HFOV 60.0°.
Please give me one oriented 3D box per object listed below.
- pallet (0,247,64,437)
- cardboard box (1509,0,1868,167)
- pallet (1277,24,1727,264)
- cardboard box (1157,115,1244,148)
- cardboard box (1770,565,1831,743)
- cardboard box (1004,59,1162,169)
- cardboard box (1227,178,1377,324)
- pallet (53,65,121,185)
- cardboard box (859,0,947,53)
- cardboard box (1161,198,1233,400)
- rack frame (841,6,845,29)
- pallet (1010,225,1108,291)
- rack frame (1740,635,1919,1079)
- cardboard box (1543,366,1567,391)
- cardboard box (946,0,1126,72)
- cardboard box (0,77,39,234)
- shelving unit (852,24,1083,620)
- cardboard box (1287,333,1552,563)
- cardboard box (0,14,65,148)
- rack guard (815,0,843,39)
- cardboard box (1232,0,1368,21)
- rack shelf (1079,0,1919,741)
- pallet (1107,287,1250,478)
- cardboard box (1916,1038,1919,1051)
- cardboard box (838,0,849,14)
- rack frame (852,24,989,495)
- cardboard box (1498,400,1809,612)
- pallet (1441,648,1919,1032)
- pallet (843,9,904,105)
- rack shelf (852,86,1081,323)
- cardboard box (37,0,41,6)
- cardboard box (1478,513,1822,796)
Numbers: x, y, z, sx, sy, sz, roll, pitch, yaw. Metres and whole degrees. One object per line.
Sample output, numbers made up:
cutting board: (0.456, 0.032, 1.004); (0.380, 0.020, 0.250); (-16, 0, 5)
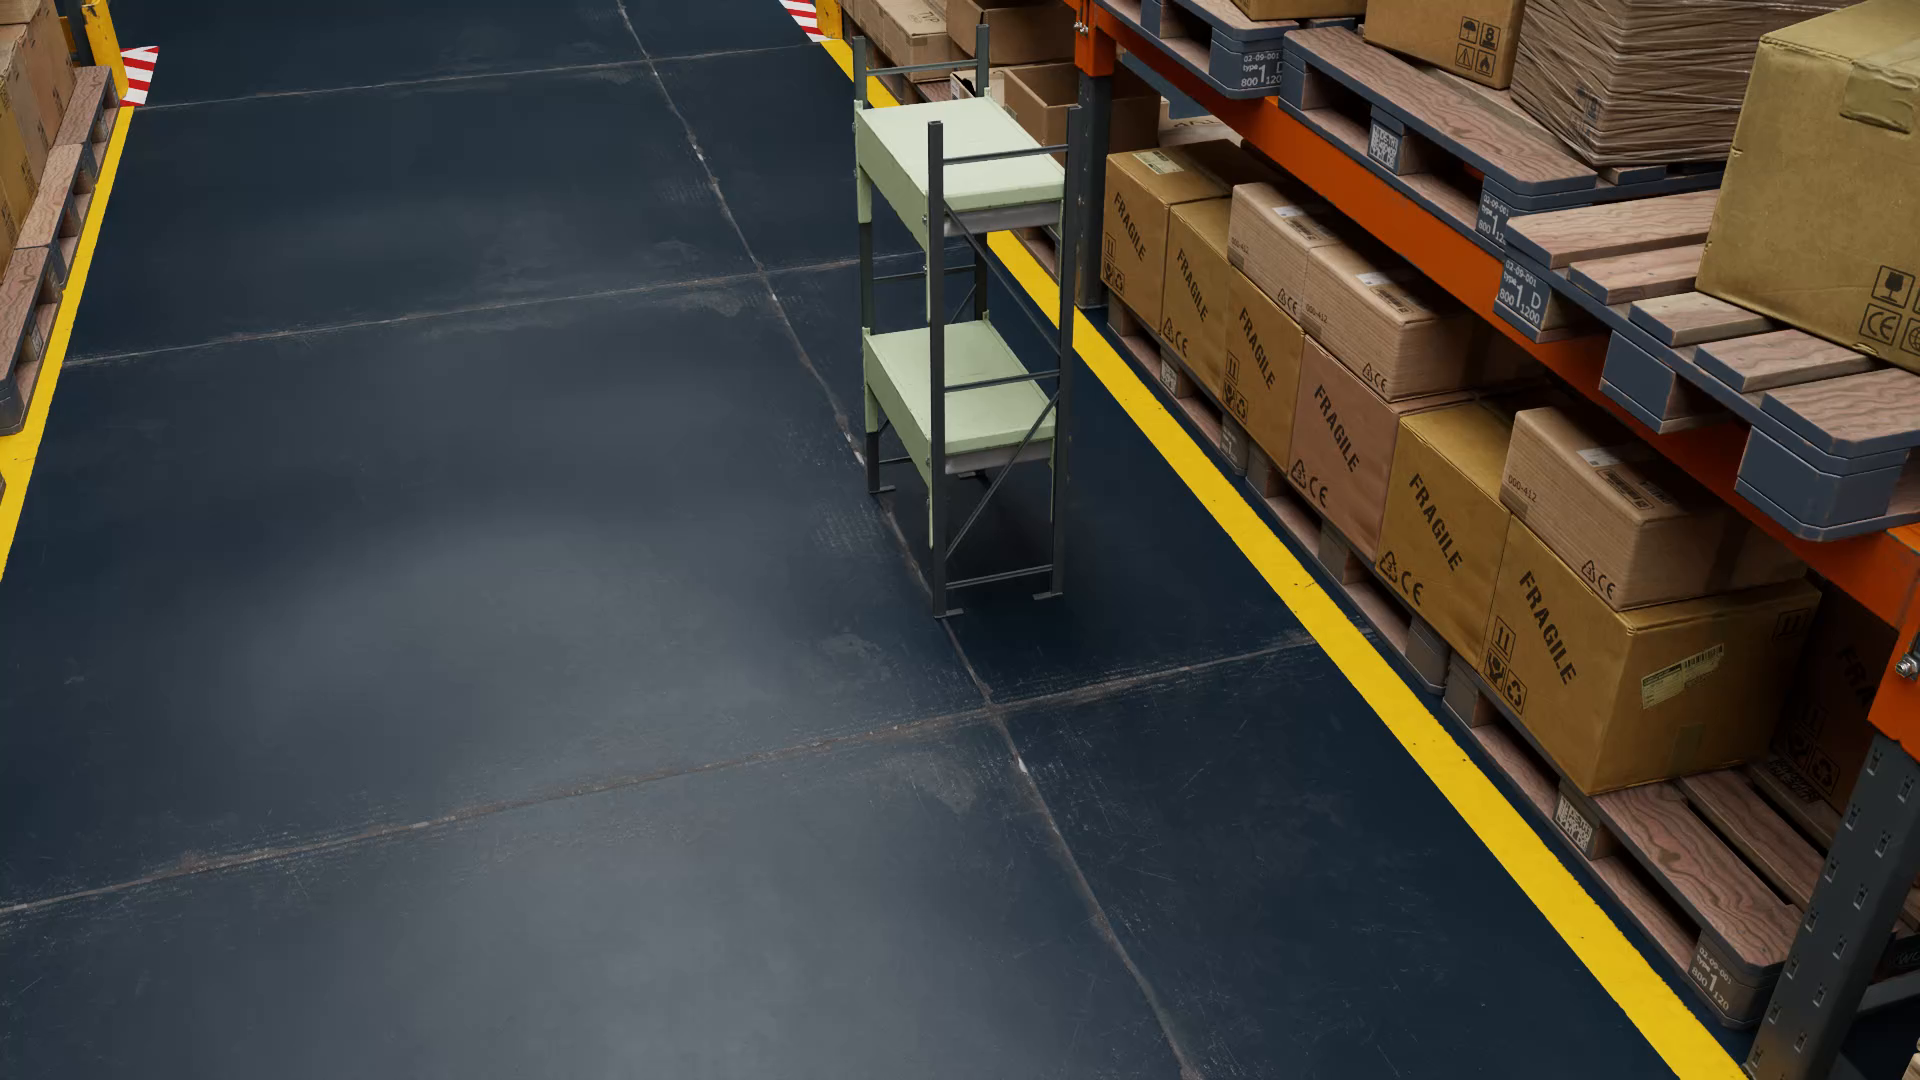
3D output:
pallet: (-3.935, -0.690, 6.102); (1.003, 0.211, 1.213); (-10, 35, -15)
cardboard box: (1.762, -1.216, 3.898); (0.700, 0.500, 0.500); (-4, 34, -6)
pallet: (1.561, -1.116, 4.392); (1.003, 0.211, 1.213); (-10, 35, -15)
cardboard box: (1.017, -1.594, 6.981); (0.500, 0.311, 0.500); (-10, 35, -15)
cardboard box: (2.127, 0.123, 4.211); (0.500, 0.500, 0.500); (-11, 35, -16)
cardboard box: (0.495, -1.668, 6.921); (0.500, 0.500, 0.500); (-10, 35, -15)
cardboard box: (1.159, -0.909, 5.093); (0.500, 0.250, 0.500); (-10, 35, -15)
pallet: (-4.679, -1.971, 8.041); (1.003, 0.211, 1.213); (-10, 35, -15)
cardboard box: (-0.233, -2.816, 8.886); (0.500, 0.250, 0.500); (-10, 35, -15)
cardboard box: (1.028, -0.843, 5.673); (0.500, 0.500, 0.500); (-10, 35, -14)
rack frame: (-0.281, -4.376, 9.151); (1.000, 3.000, 0.127); (-10, 35, -15)
pallet: (0.730, -1.473, 7.288); (1.003, 0.211, 1.213); (-10, 35, -15)
rack frame: (2.159, -0.175, 2.795); (1.000, 3.000, 0.127); (-10, 35, -15)
cardboard box: (1.815, -0.414, 5.025); (0.500, 0.500, 0.500); (-11, 35, -16)
cardboard box: (0.361, -2.403, 8.031); (0.797, 0.503, 0.637); (-10, 35, -15)
cardboard box: (-4.213, -1.517, 6.711); (0.700, 0.500, 0.500); (-9, 35, -14)
shelving unit: (0.002, -0.622, 4.831); (0.431, 1.500, 0.755); (-10, 35, -15)
cardboard box: (1.327, -0.314, 4.873); (0.500, 0.500, 0.500); (-11, 35, -17)
cardboard box: (-4.536, -2.060, 7.532); (0.700, 0.500, 0.500); (-10, 35, -15)
rack guard: (-0.258, -3.293, 9.780); (1.175, 0.500, 0.348); (-10, 35, -15)
cardboard box: (1.140, -1.856, 4.866); (0.700, 0.500, 0.500); (-5, 34, -7)
rack shelf: (1.549, -0.925, 4.582); (1.077, 0.370, 4.000); (-10, 35, -15)
pallet: (1.223, -0.691, 6.105); (1.003, 0.211, 1.213); (-10, 35, -15)
cardboard box: (2.039, 0.887, 2.791); (0.500, 0.311, 0.500); (-9, 34, -13)
cardboard box: (-0.481, -3.092, 9.396); (0.380, 0.149, 0.250); (-10, 35, -15)
rack frame: (-0.110, -0.814, 5.122); (0.400, 1.500, 0.023); (-10, 35, -15)
cardboard box: (1.629, -0.109, 3.883); (0.500, 0.250, 0.500); (-9, 34, -13)
pallet: (1.967, 0.590, 4.166); (1.003, 0.211, 1.213); (-10, 35, -15)
pallet: (-0.014, -2.754, 9.226); (1.003, 0.211, 1.213); (-10, 35, -15)
rack shelf: (0.002, -0.948, 4.616); (0.431, 0.370, 0.720); (-10, 35, -15)
cardboard box: (-4.476, -2.556, 7.696); (0.380, 0.149, 0.250); (-10, 35, -15)
cardboard box: (1.650, 0.232, 4.046); (0.500, 0.500, 0.500); (-9, 34, -13)
